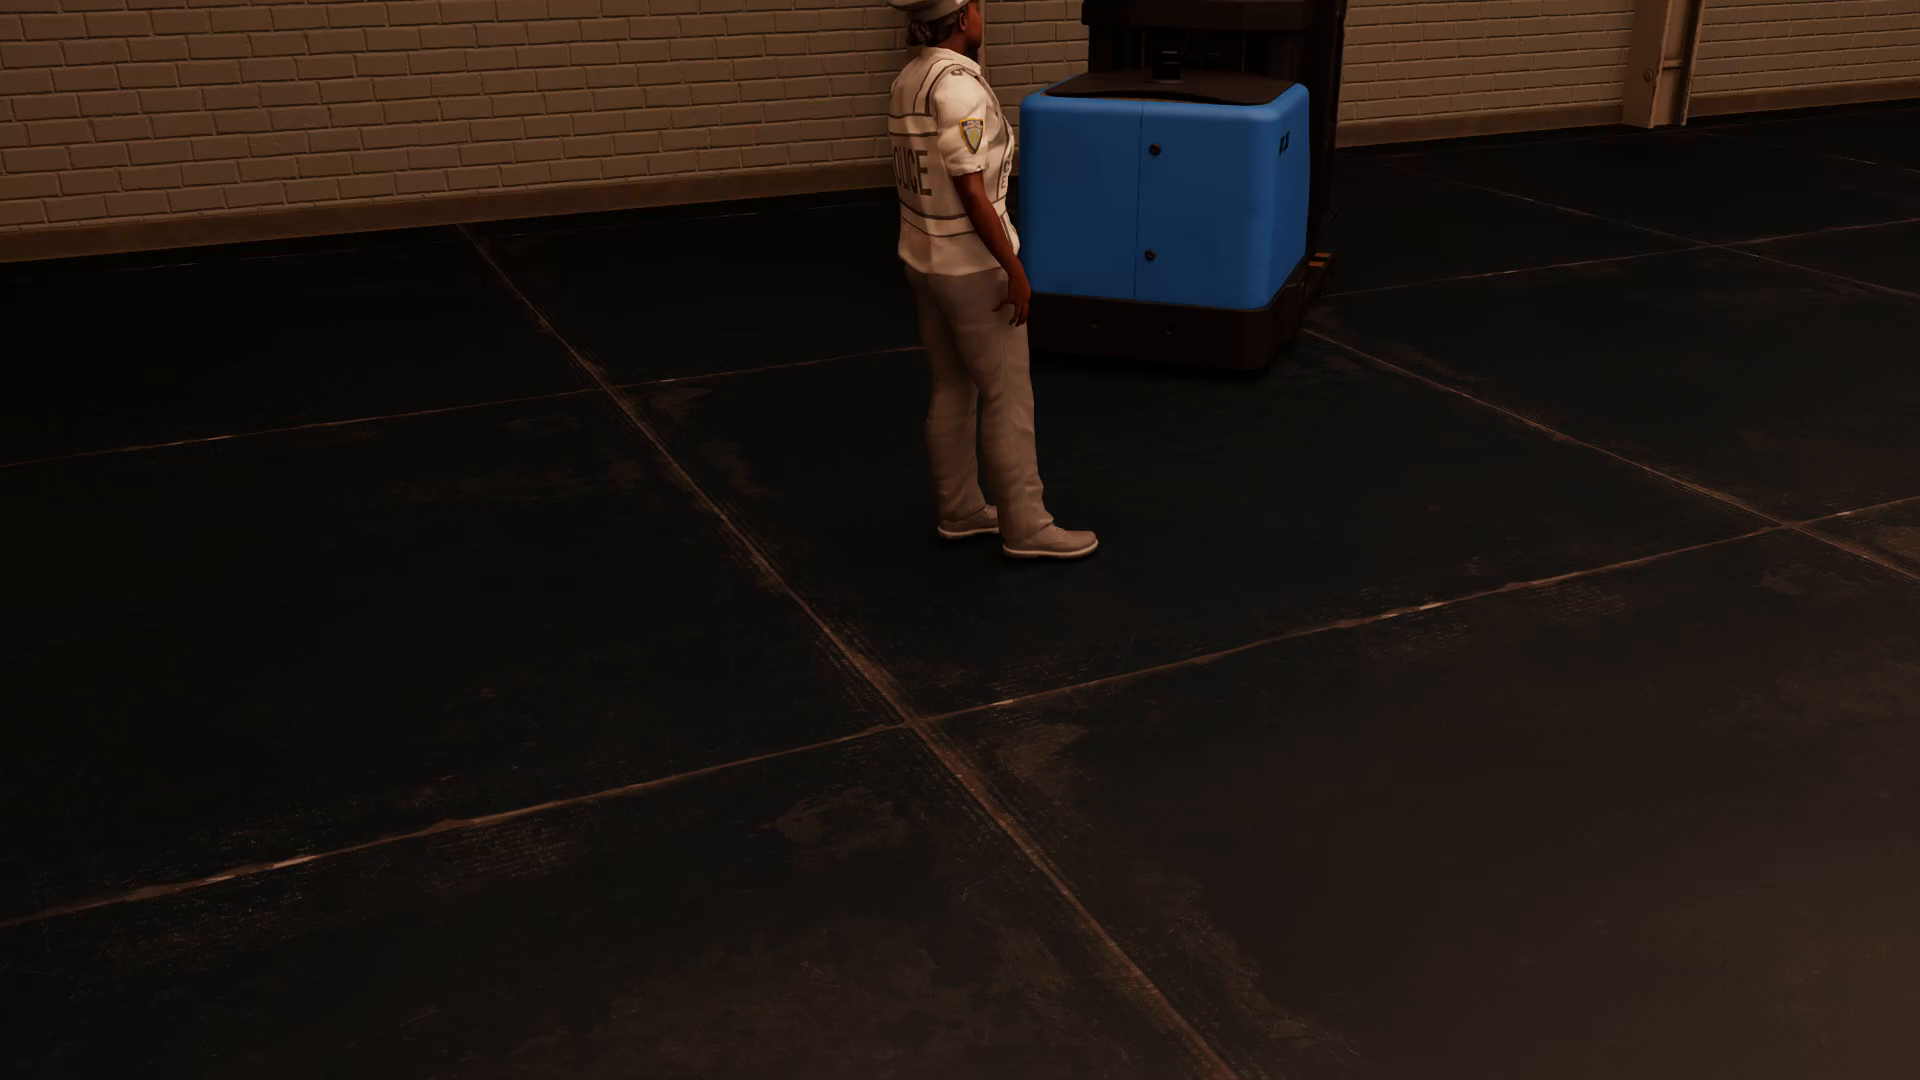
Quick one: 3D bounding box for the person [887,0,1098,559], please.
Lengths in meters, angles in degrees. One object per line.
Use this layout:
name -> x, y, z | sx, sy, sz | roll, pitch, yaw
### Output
person -> 0.076, -0.794, 4.791 | 0.529, 1.694, 0.569 | -10, 25, -23

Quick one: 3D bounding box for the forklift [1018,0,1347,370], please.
forklift -> 1.189, -2.556, 7.438 | 1.130, 2.935, 3.031 | 8, 24, 18
